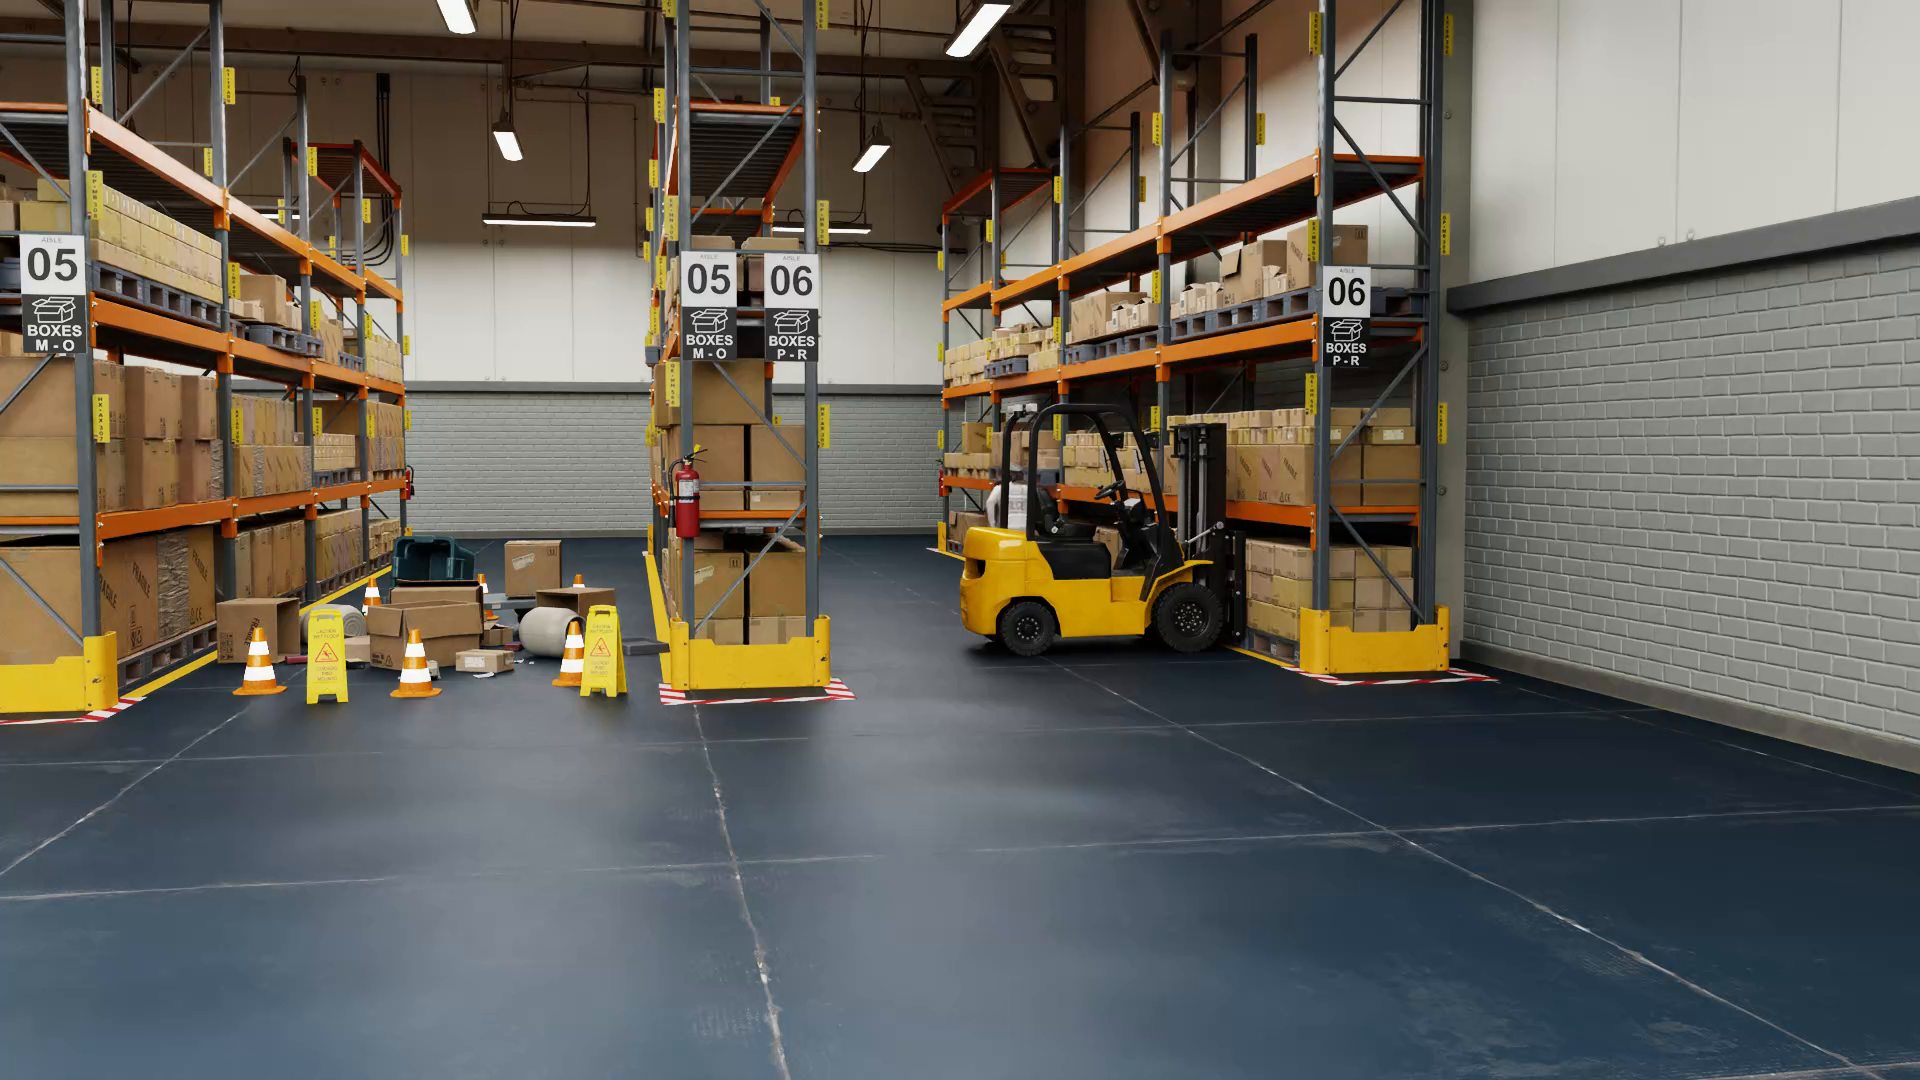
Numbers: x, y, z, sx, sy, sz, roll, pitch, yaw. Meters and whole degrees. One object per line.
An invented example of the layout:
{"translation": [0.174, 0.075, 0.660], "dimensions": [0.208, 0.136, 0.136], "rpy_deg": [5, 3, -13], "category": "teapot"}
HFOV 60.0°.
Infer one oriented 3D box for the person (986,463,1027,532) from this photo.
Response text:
{"translation": [0.590, -0.090, 19.268], "dimensions": [0.628, 1.611, 0.754], "rpy_deg": [0, 3, -7], "category": "person"}
